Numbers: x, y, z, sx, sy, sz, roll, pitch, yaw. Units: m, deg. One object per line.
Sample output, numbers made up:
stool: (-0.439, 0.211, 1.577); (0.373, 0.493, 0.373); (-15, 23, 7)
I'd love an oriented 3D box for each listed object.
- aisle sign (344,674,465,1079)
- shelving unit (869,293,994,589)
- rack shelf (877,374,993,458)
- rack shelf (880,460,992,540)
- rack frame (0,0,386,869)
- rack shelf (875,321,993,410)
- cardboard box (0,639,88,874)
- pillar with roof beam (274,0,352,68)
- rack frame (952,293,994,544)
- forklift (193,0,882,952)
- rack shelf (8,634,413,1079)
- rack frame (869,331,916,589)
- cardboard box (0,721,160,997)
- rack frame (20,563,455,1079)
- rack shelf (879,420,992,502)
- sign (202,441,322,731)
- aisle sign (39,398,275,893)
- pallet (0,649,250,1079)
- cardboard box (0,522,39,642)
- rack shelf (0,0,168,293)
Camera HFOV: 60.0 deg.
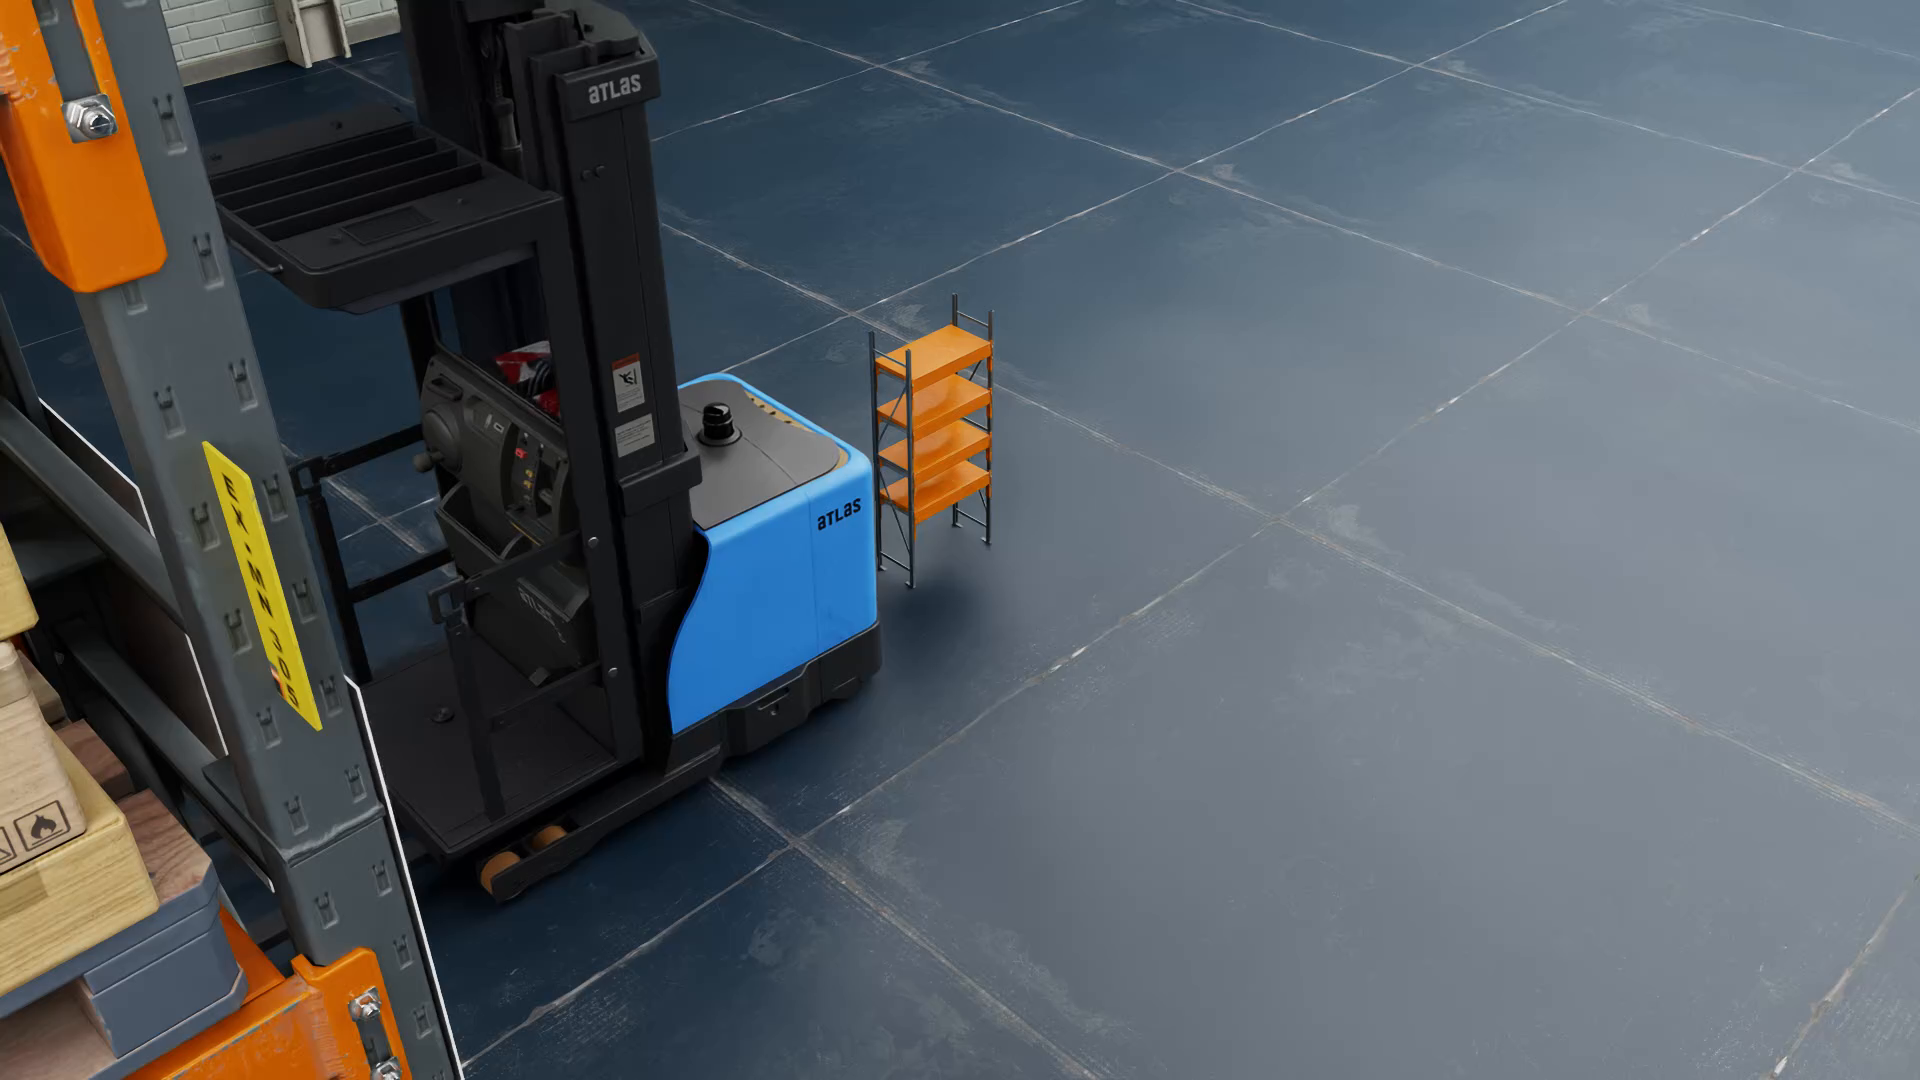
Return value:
aisle sign: (-0.835, 0.415, 2.260); (0.394, 0.787, 0.004); (30, 45, 35)
shelving unit: (-0.117, -0.425, 7.310); (0.258, 1.200, 0.503); (30, 45, 35)
rack shelf: (-0.117, -0.553, 7.221); (0.258, 0.148, 0.480); (30, 45, 35)
rack shelf: (-0.117, -0.207, 7.463); (0.258, 0.148, 0.480); (30, 45, 35)
rack frame: (-1.098, -1.071, 1.419); (1.000, 3.000, 0.127); (30, 45, 35)
rack shelf: (-0.117, -0.747, 7.086); (0.258, 0.148, 0.480); (30, 45, 35)
cardboard box: (-1.245, 0.197, 1.640); (0.500, 0.250, 0.500); (-29, 44, -35)
pillar with roof beam: (-2.055, -5.805, 8.208); (9.100, 9.000, 0.400); (30, 45, 35)
rack frame: (0.055, -0.524, 7.452); (0.240, 1.200, 0.015); (30, 45, 35)
forklift: (-1.745, -0.262, 5.563); (3.031, 2.935, 1.130); (-28, 44, -34)
rack shelf: (-2.507, 1.266, 1.319); (1.077, 0.370, 4.000); (30, 45, 35)
rack frame: (-0.289, -0.326, 7.168); (0.240, 1.200, 0.015); (30, 45, 35)
cardboard box: (-1.092, 0.320, 1.811); (0.380, 0.149, 0.250); (29, 44, 35)
rack frame: (-1.098, 1.389, 3.136); (1.000, 3.000, 0.127); (30, 45, 35)
rack shelf: (-0.117, -0.370, 7.349); (0.258, 0.148, 0.480); (30, 45, 35)
sign: (-0.723, 0.053, 1.725); (0.100, 0.325, 0.005); (30, 45, 35)
aisle sign: (-1.261, 0.173, 2.607); (0.394, 0.787, 0.004); (30, 45, 35)
pallet: (-1.613, 0.501, 1.865); (1.003, 0.211, 1.213); (30, 45, 35)
cardboard box: (-1.095, -0.005, 1.580); (0.250, 0.149, 0.380); (-29, 44, -35)
rack shelf: (-2.507, 0.200, 0.575); (1.077, 0.370, 4.000); (30, 45, 35)
